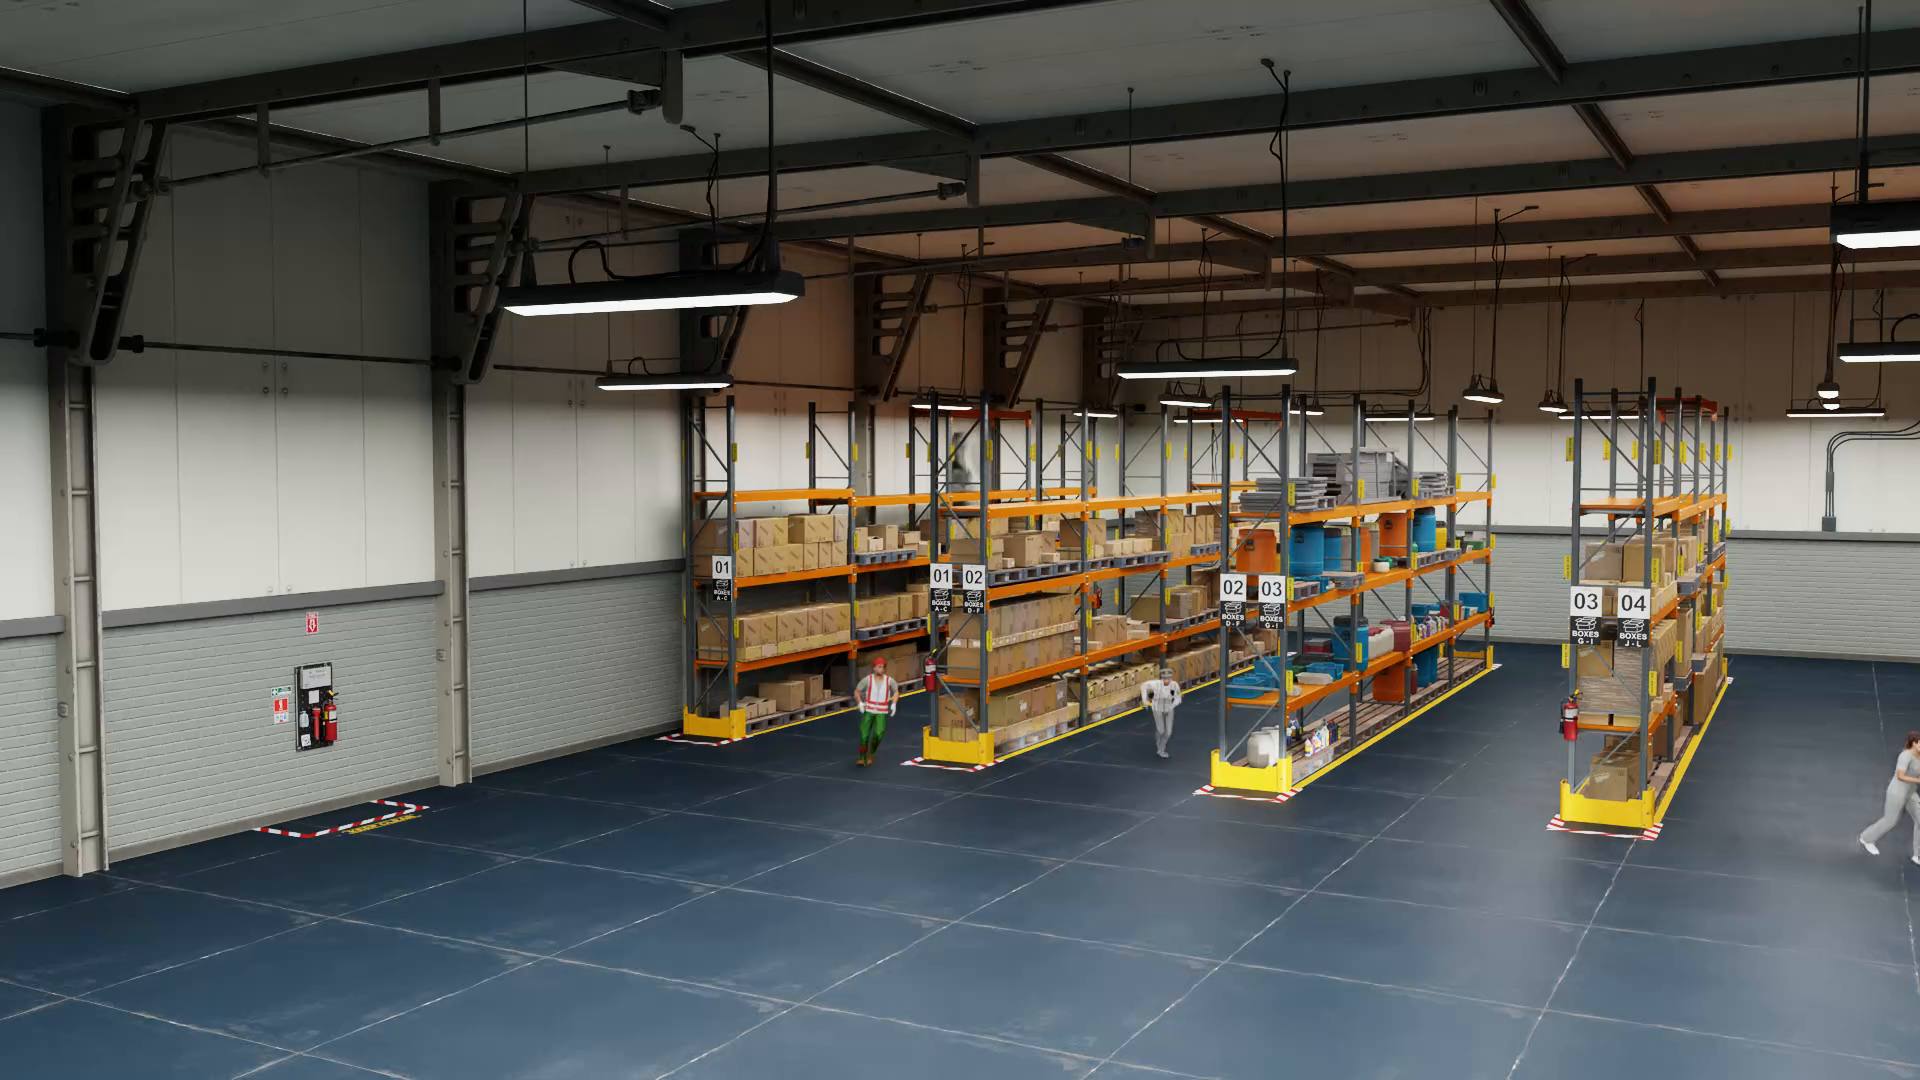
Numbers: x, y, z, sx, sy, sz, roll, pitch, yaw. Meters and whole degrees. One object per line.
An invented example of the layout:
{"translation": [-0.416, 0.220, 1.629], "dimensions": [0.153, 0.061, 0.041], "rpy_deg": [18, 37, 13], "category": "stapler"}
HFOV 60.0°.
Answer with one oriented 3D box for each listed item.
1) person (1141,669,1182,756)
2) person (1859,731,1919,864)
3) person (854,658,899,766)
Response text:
{"translation": [3.282, 2.832, 27.148], "dimensions": [0.646, 1.487, 0.815], "rpy_deg": [0, 3, -3], "category": "person"}
{"translation": [11.424, 3.134, 20.239], "dimensions": [0.597, 1.690, 0.935], "rpy_deg": [-2, 4, -33], "category": "person"}
{"translation": [-1.325, 2.737, 26.392], "dimensions": [0.719, 1.722, 0.567], "rpy_deg": [0, 3, -4], "category": "person"}
